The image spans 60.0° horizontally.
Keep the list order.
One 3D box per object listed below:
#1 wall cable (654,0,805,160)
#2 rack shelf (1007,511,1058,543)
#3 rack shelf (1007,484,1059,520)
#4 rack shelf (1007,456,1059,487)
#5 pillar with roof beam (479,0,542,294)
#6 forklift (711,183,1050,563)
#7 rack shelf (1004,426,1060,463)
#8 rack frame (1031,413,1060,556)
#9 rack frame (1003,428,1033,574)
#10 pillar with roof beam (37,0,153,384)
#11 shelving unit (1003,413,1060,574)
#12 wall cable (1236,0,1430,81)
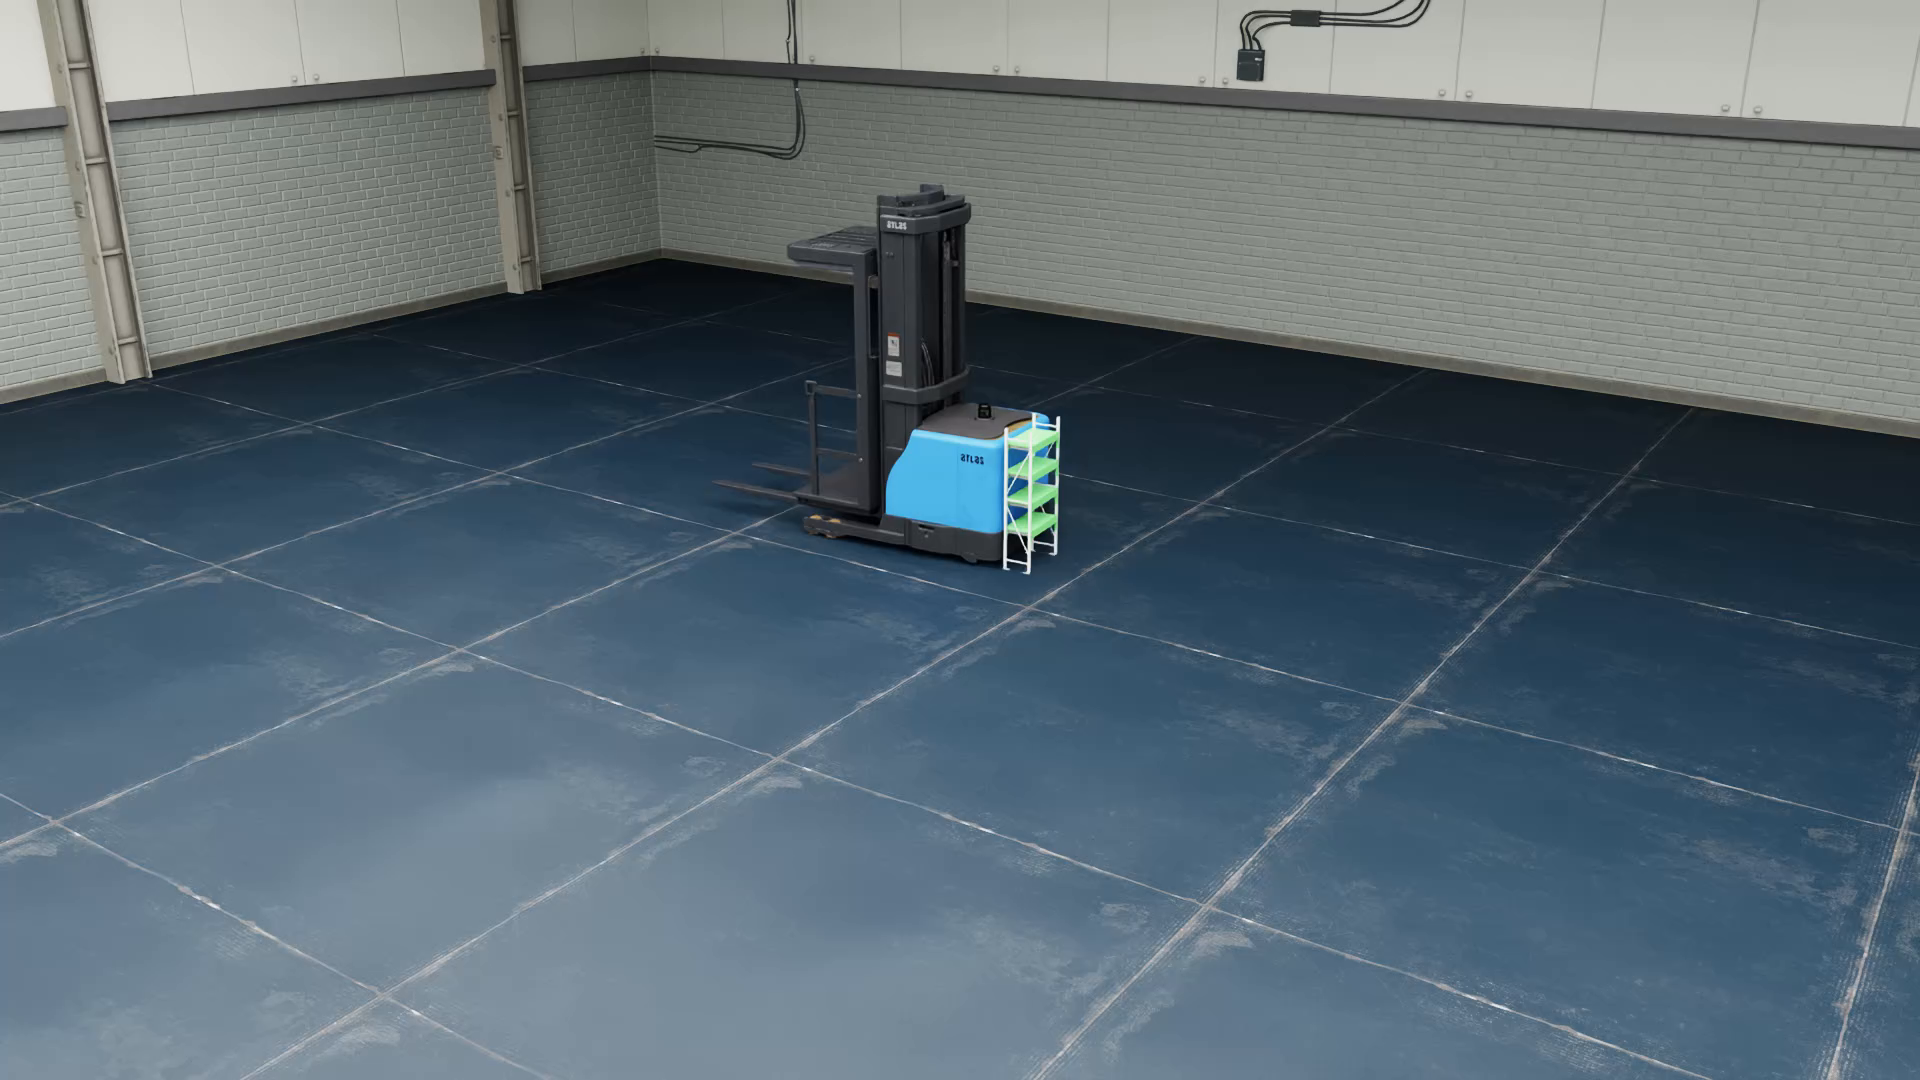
[{"bbox_3d":[-3.539,-6.953,24.566,3.097,2.526,0.112,13,24,32],"label":"wall cable"},{"bbox_3d":[0.583,-0.096,13.669,0.258,0.148,0.480,11,23,27],"label":"rack shelf"},{"bbox_3d":[0.584,-0.321,13.586,0.258,0.148,0.480,11,23,27],"label":"rack shelf"},{"bbox_3d":[0.584,-0.546,13.503,0.258,0.148,0.480,11,23,27],"label":"rack shelf"},{"bbox_3d":[-2.728,-6.982,20.169,9.100,9.000,0.400,13,24,32],"label":"pillar with roof beam"},{"bbox_3d":[-0.770,-1.535,14.189,3.031,2.935,1.130,11,23,27],"label":"forklift"},{"bbox_3d":[0.584,-0.771,13.419,0.258,0.148,0.480,11,23,27],"label":"rack shelf"},{"bbox_3d":[0.703,-0.454,13.763,0.240,1.200,0.015,11,23,27],"label":"rack frame"},{"bbox_3d":[0.464,-0.307,13.364,0.240,1.200,0.015,11,23,27],"label":"rack frame"},{"bbox_3d":[-6.101,-5.260,15.515,9.100,9.000,0.400,13,24,32],"label":"pillar with roof beam"},{"bbox_3d":[0.584,-0.381,13.564,0.258,1.200,0.503,11,23,27],"label":"shelving unit"},{"bbox_3d":[4.304,-8.148,18.419,2.305,6.003,0.169,13,24,32],"label":"wall cable"}]
